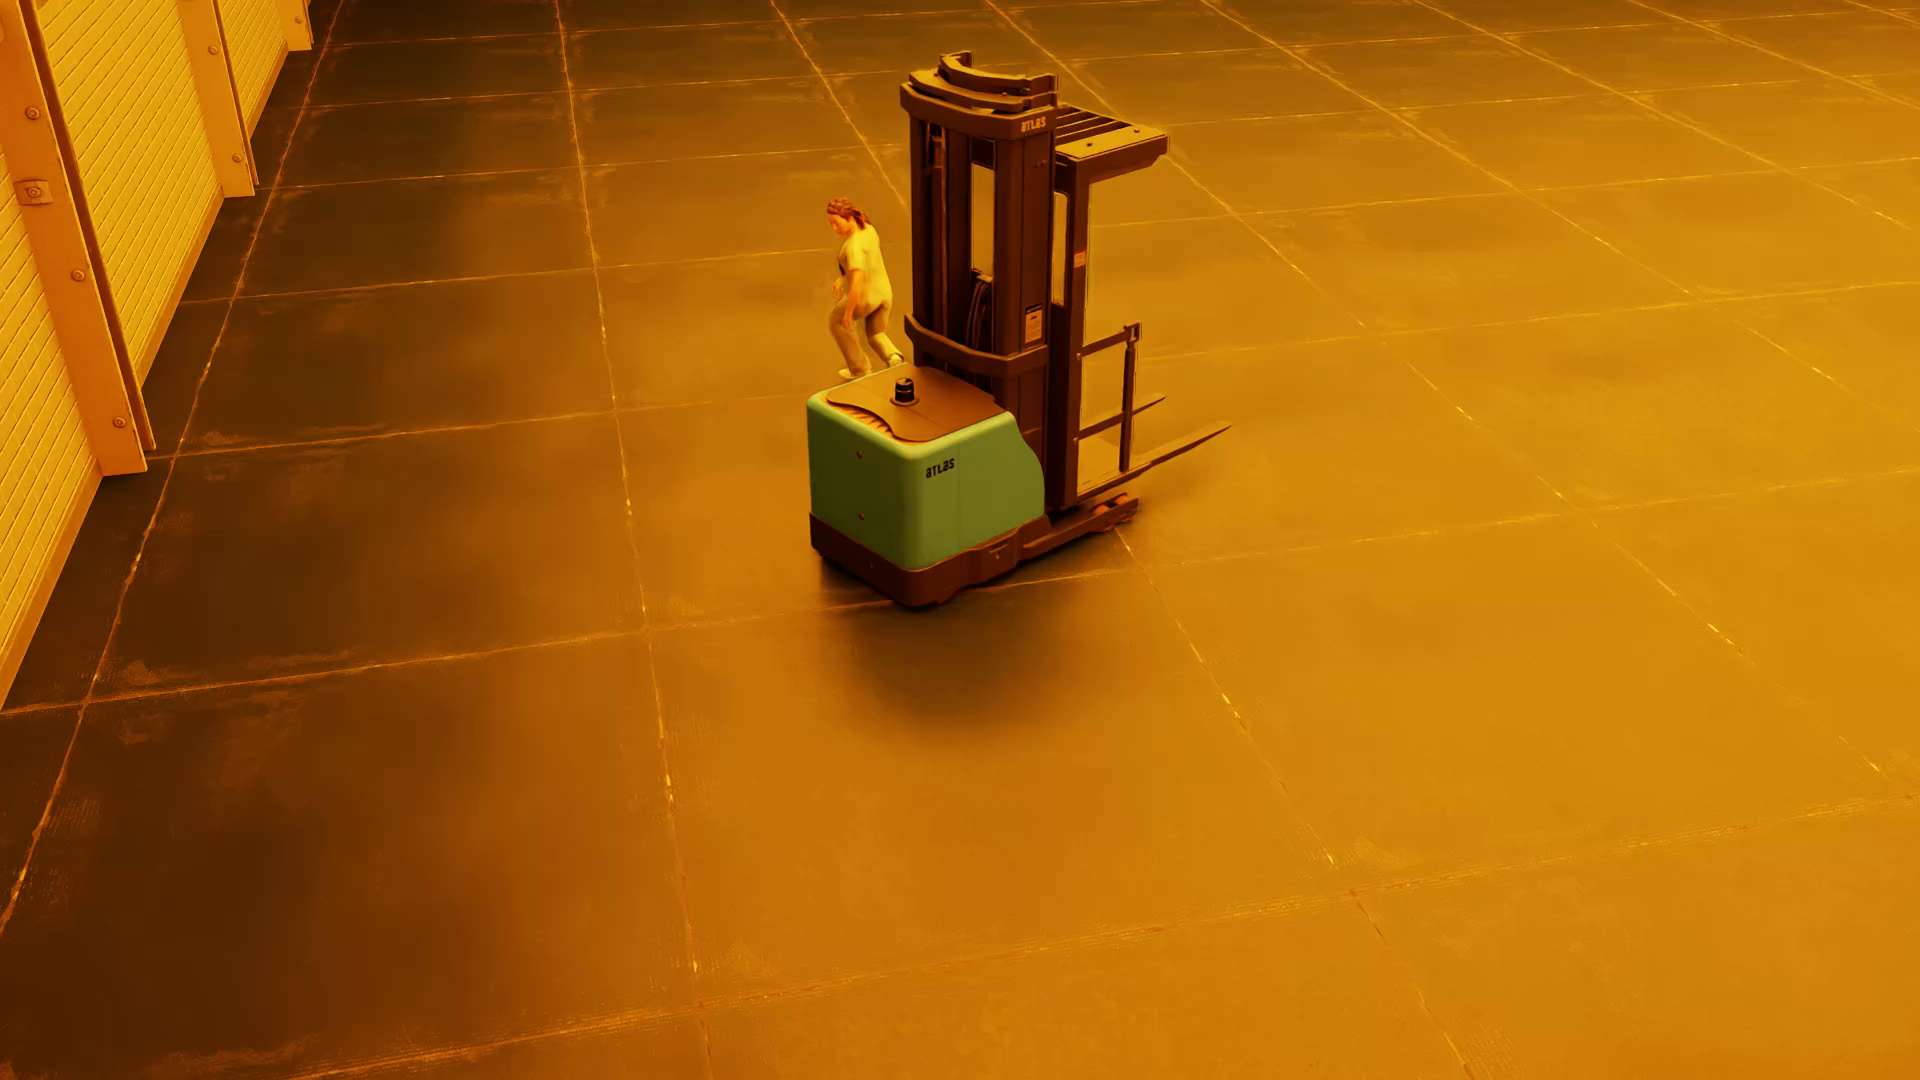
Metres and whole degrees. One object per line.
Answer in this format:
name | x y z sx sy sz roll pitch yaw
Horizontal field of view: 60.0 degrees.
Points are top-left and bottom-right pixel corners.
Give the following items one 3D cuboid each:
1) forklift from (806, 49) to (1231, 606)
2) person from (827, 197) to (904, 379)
forklift | 0.513 -1.496 10.159 3.031 2.935 1.130 -24 38 -35
person | -0.719 -1.778 12.177 0.776 1.446 0.569 23 37 34
